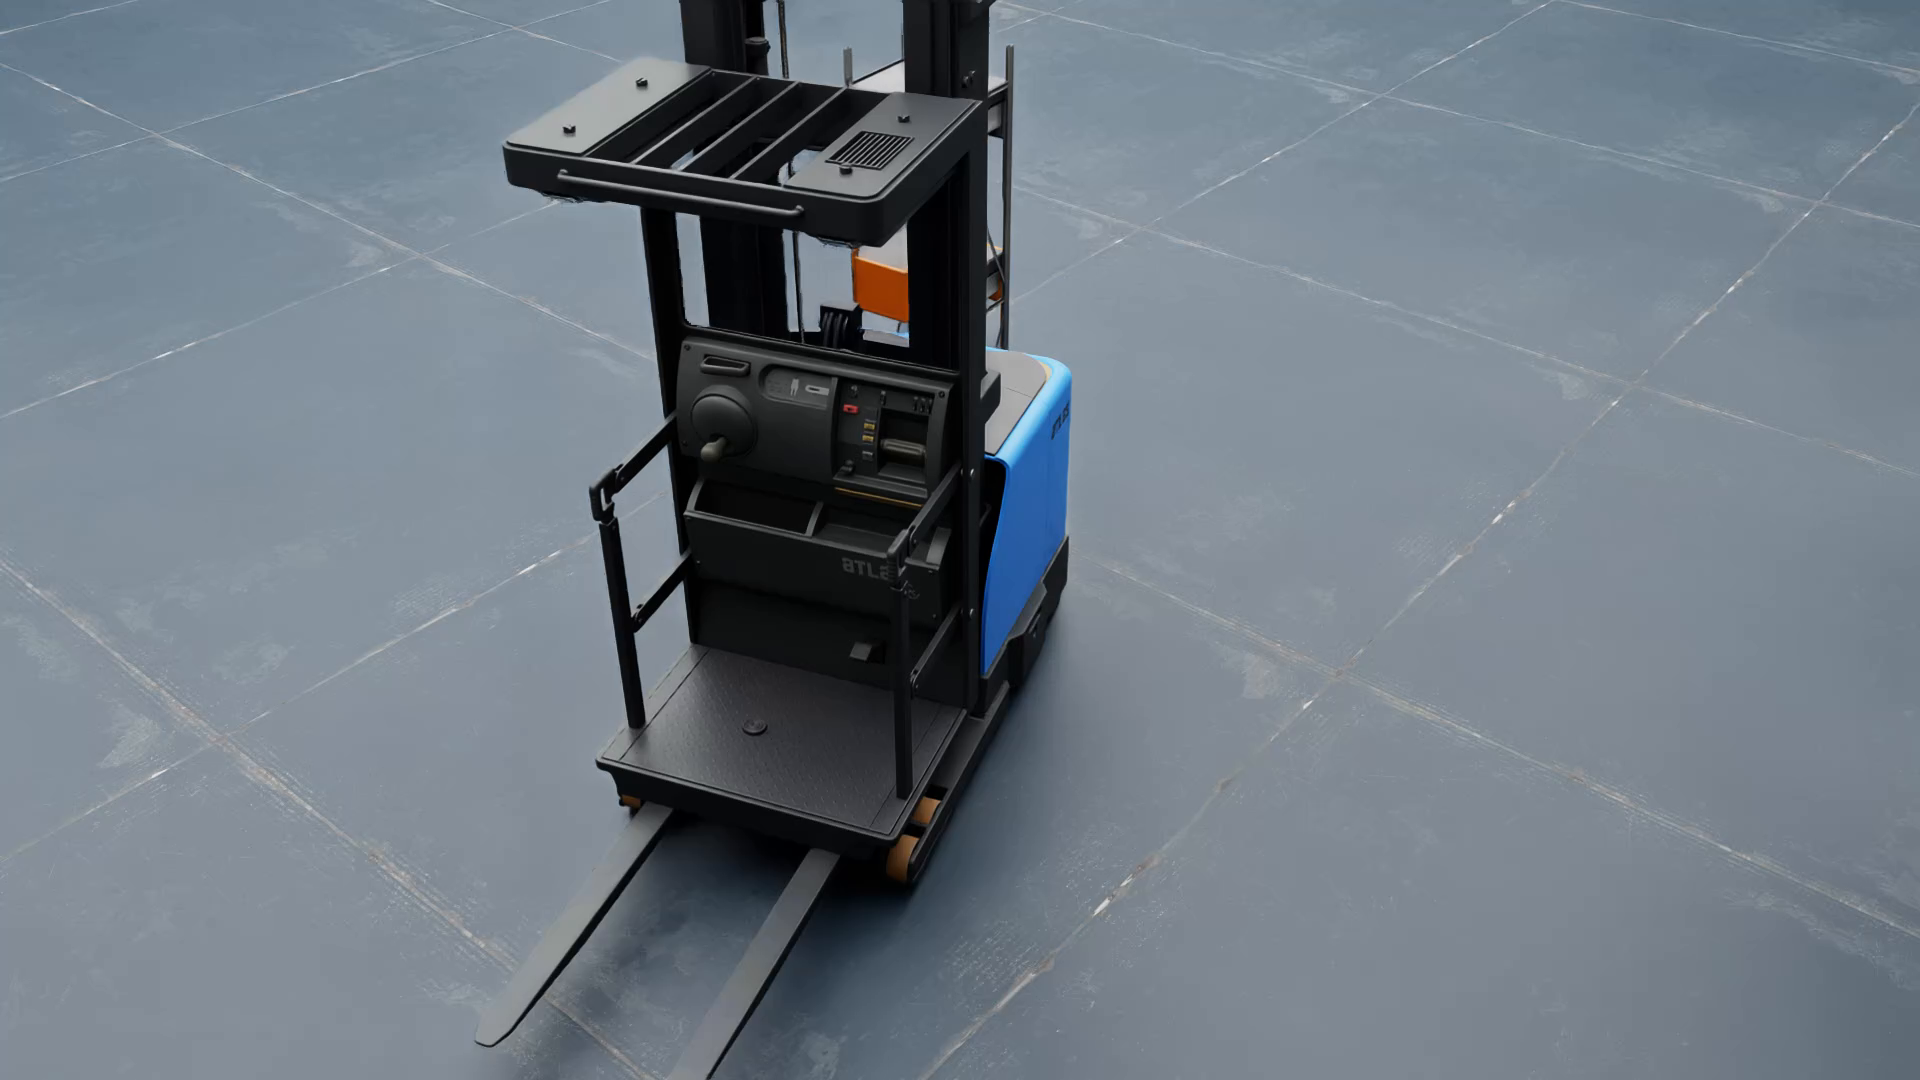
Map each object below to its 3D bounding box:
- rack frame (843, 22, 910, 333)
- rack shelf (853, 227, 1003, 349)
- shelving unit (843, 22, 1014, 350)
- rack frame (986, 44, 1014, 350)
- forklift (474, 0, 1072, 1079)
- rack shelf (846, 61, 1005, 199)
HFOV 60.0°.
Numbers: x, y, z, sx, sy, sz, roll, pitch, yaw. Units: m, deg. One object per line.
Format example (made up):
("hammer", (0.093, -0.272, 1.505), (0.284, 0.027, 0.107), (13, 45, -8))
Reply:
("rack frame", (-0.318, -1.062, 6.941), (0.015, 2.100, 0.400), (21, 40, 28))
("rack shelf", (-0.117, -0.973, 6.836), (0.480, 0.518, 0.431), (21, 40, 28))
("shelving unit", (-0.117, -0.984, 6.828), (0.503, 2.100, 0.431), (21, 40, 28))
("rack frame", (0.085, -0.906, 6.715), (0.015, 2.100, 0.400), (21, 40, 28))
("forklift", (-0.550, -0.324, 5.133), (1.130, 2.935, 3.031), (12, 36, 17))
("rack shelf", (-0.117, -1.550, 6.439), (0.480, 0.518, 0.431), (21, 40, 28))
